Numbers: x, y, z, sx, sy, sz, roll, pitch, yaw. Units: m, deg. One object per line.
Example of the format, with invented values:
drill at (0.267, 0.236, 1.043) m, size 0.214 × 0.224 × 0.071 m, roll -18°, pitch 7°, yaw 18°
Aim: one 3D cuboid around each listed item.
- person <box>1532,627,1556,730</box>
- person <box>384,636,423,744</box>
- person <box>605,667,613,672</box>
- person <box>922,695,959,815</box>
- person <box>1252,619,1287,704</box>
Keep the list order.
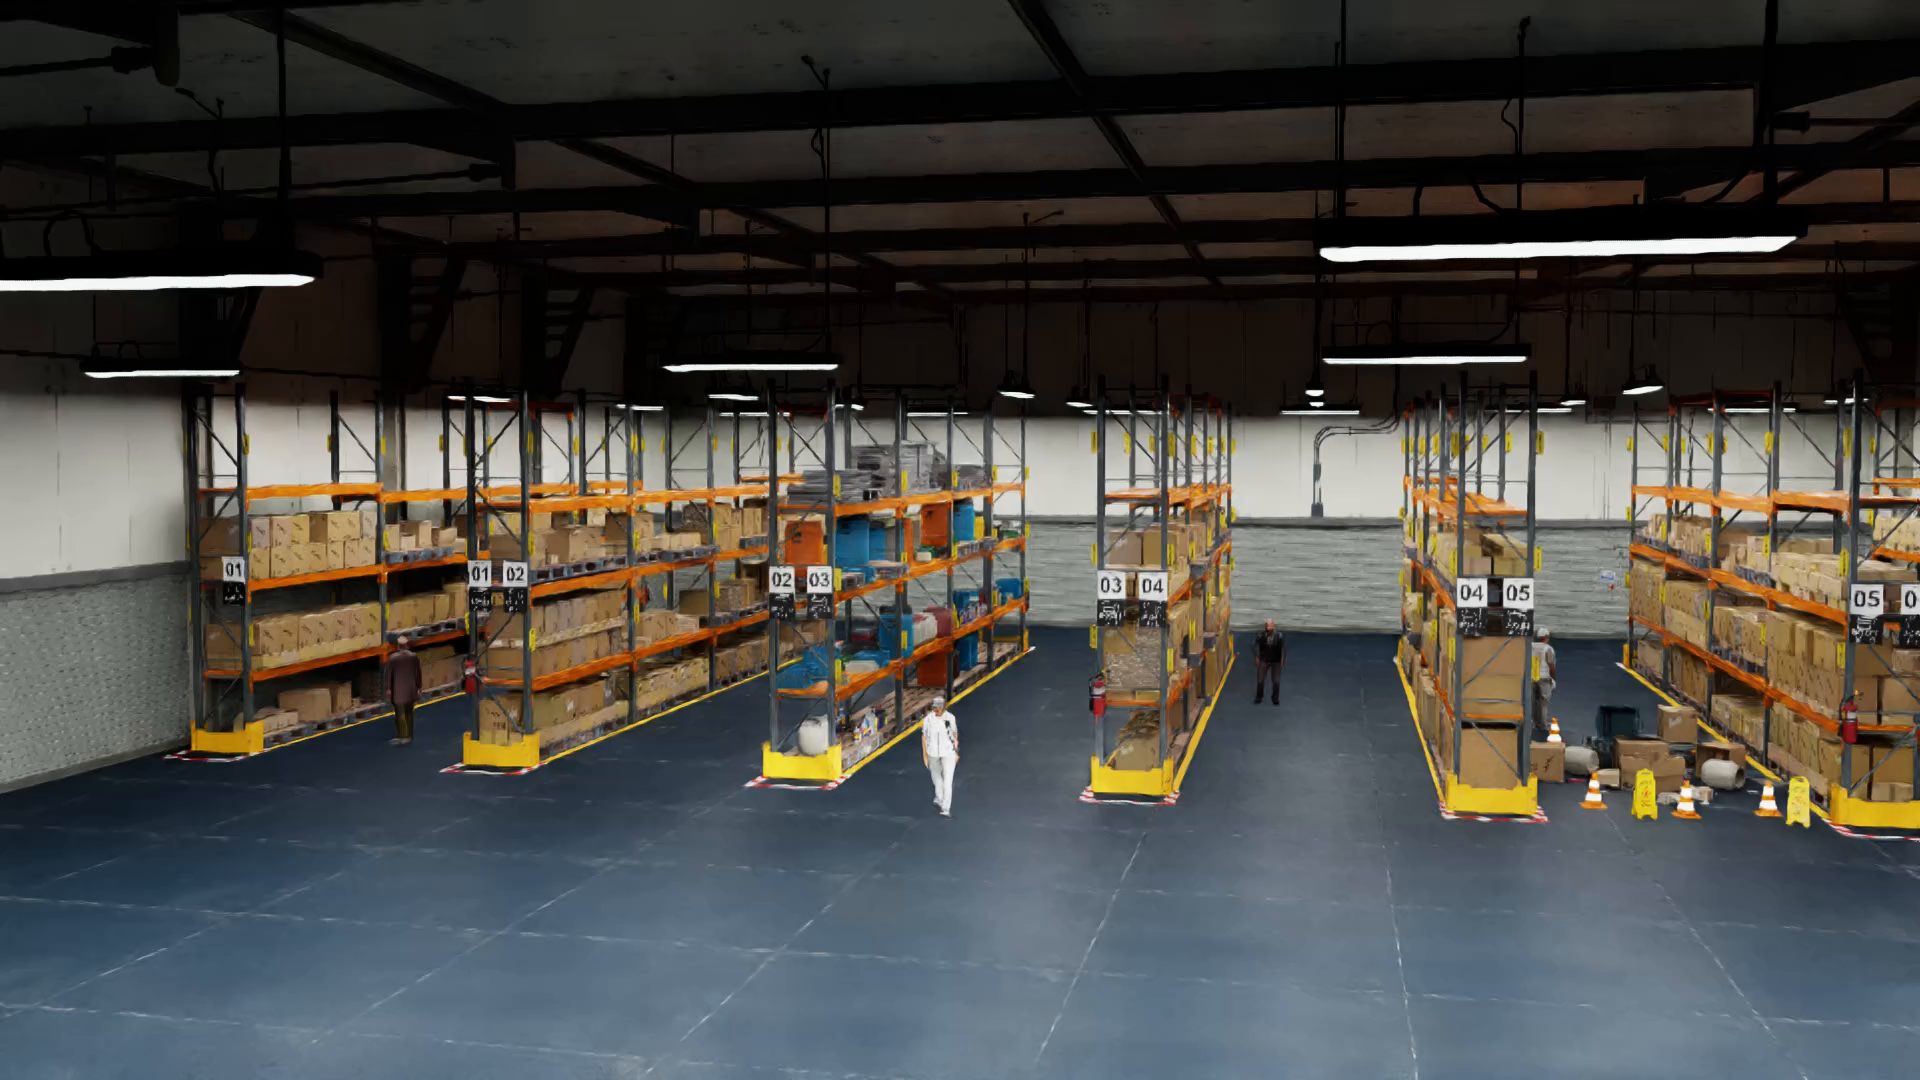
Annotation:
person at (10.271, 2.422, 29.216) m, size 0.457 × 1.783 × 0.618 m, roll -1°, pitch 3°, yaw -19°
person at (-9.360, 2.503, 27.911) m, size 0.630 × 1.765 × 0.677 m, roll 3°, pitch 4°, yaw 39°
person at (-7.247, 2.214, 33.461) m, size 0.589 × 1.693 × 1.175 m, roll 1°, pitch 3°, yaw 10°
person at (-0.277, 2.896, 22.692) m, size 0.496 × 1.580 × 1.090 m, roll 1°, pitch 3°, yaw 11°
person at (5.970, 2.339, 32.086) m, size 0.677 × 1.674 × 0.534 m, roll 1°, pitch 3°, yaw 10°
